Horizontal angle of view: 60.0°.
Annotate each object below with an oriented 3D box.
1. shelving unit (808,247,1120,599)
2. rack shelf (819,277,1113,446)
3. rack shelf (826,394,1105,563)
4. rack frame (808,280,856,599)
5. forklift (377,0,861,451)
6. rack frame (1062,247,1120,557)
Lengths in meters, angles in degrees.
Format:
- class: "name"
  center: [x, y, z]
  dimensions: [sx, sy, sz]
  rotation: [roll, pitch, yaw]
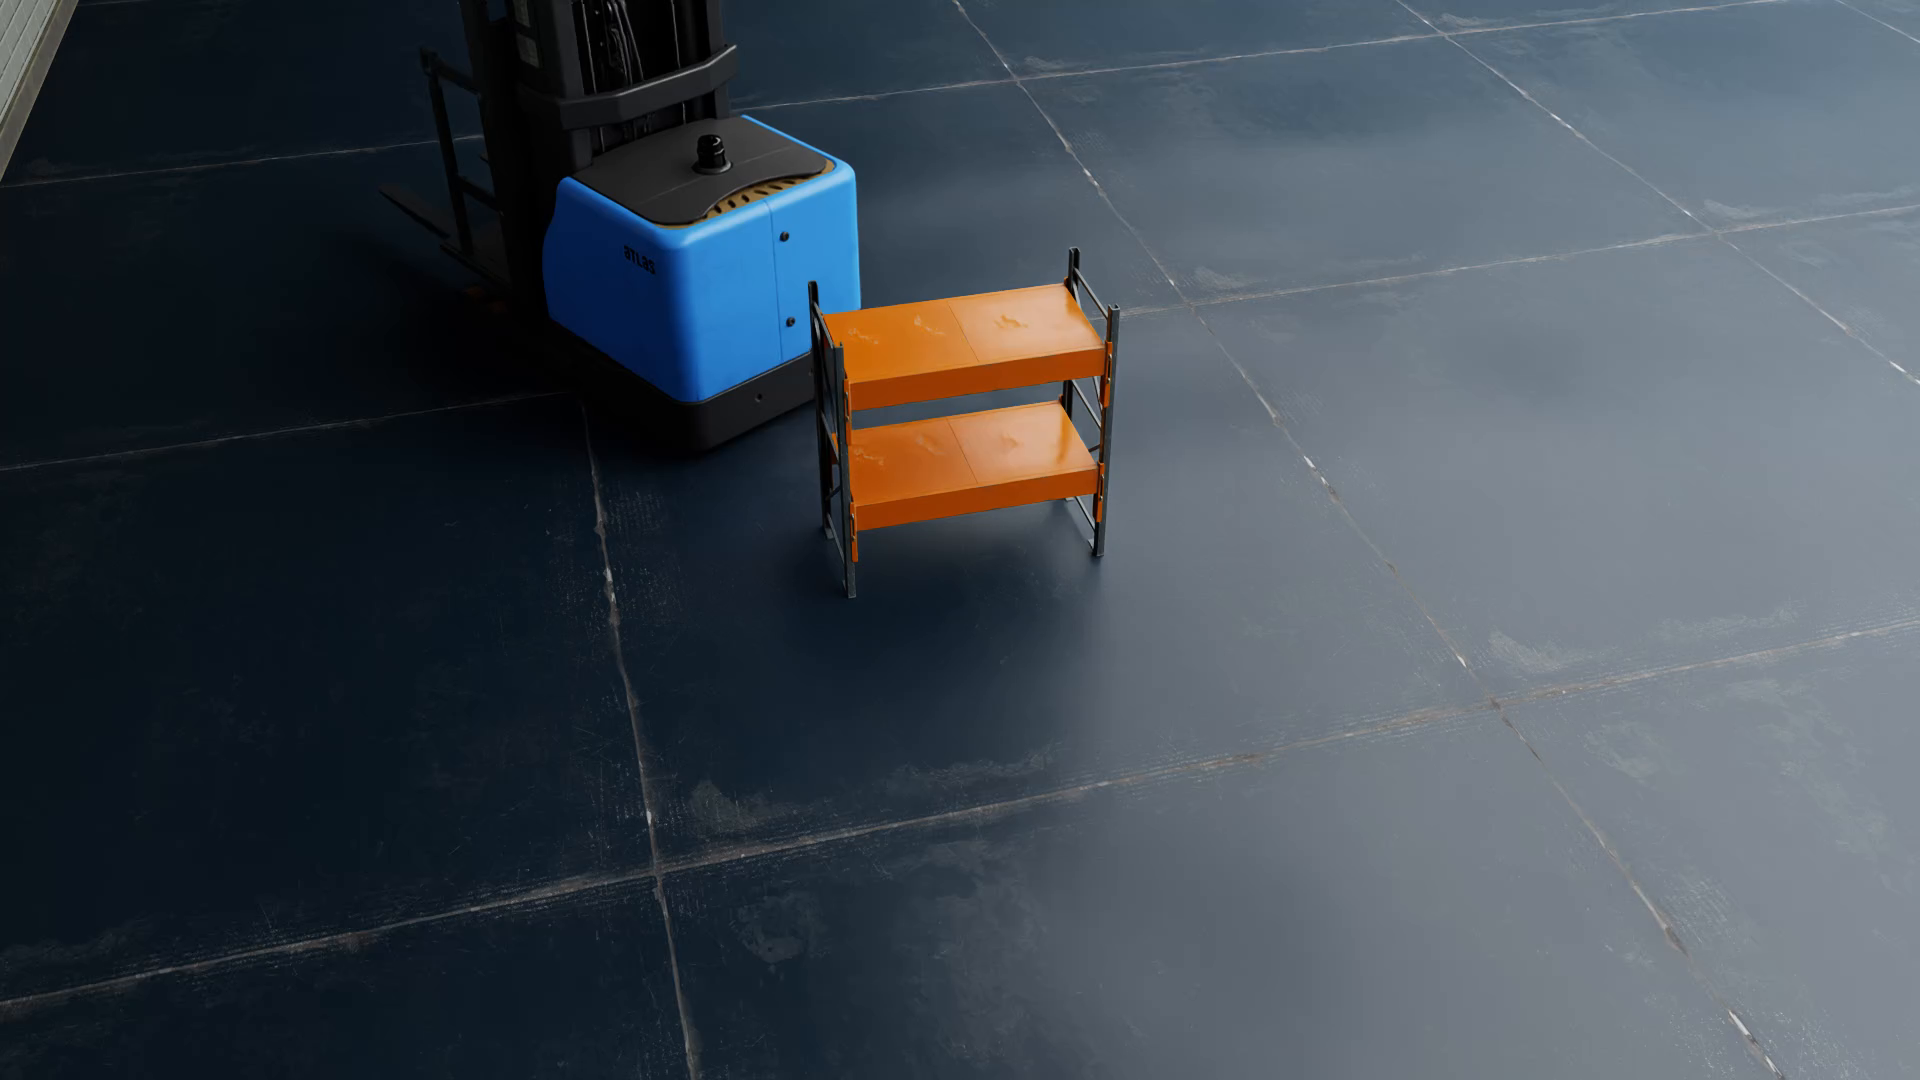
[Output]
- class: "shelving unit"
  center: [0.007, -0.448, 6.410]
  dimensions: [1.048, 1.125, 0.538]
  rotation: [-9, 38, -12]
- class: "rack shelf"
  center: [0.007, -0.680, 6.232]
  dimensions: [1.000, 0.278, 0.538]
  rotation: [-9, 38, -12]
- class: "rack shelf"
  center: [0.007, -0.254, 6.558]
  dimensions: [1.000, 0.278, 0.538]
  rotation: [-9, 38, -12]
- class: "rack frame"
  center: [-0.484, -0.367, 6.304]
  dimensions: [0.032, 1.125, 0.500]
  rotation: [-9, 38, -12]
- class: "forklift"
  center: [-1.811, -2.344, 7.402]
  dimensions: [1.130, 2.935, 3.031]
  rotation: [-30, 47, -33]
- class: "rack frame"
  center: [0.497, -0.528, 6.515]
  dimensions: [0.032, 1.125, 0.500]
  rotation: [-9, 38, -12]
